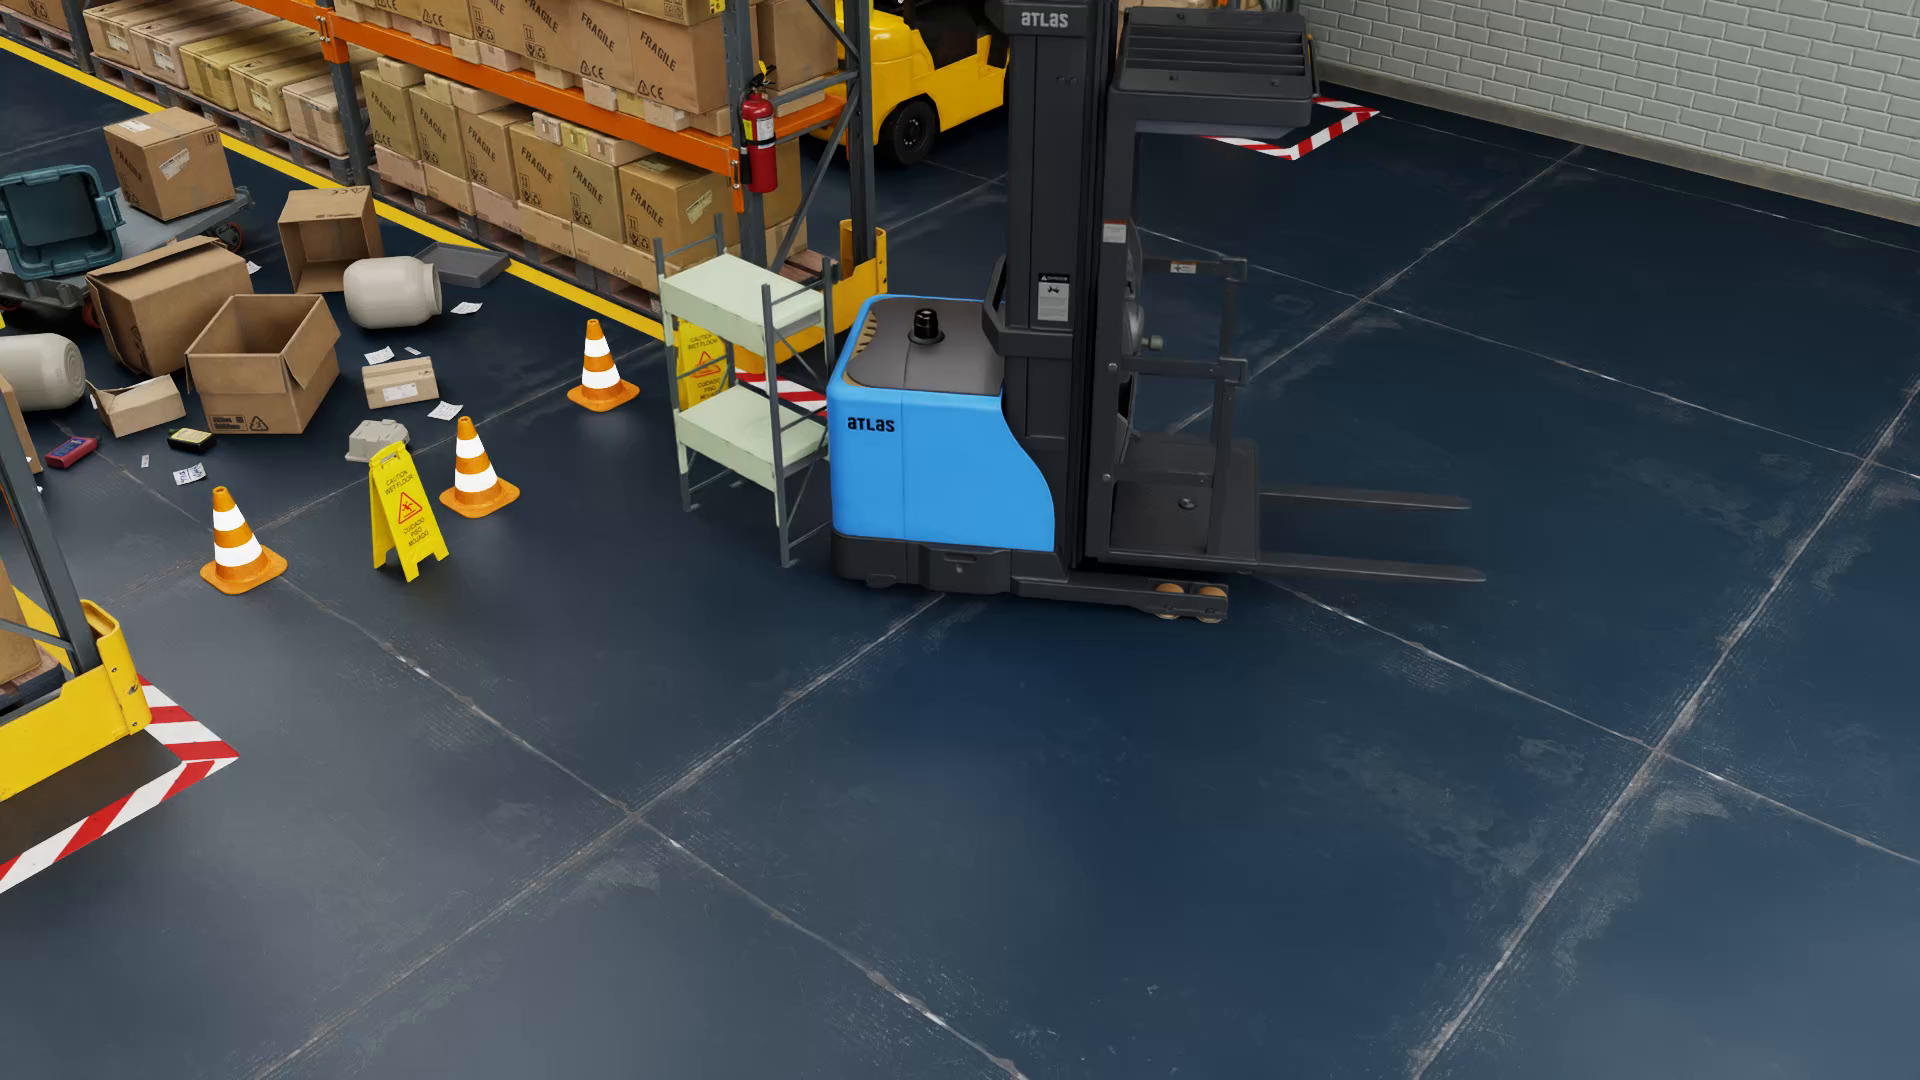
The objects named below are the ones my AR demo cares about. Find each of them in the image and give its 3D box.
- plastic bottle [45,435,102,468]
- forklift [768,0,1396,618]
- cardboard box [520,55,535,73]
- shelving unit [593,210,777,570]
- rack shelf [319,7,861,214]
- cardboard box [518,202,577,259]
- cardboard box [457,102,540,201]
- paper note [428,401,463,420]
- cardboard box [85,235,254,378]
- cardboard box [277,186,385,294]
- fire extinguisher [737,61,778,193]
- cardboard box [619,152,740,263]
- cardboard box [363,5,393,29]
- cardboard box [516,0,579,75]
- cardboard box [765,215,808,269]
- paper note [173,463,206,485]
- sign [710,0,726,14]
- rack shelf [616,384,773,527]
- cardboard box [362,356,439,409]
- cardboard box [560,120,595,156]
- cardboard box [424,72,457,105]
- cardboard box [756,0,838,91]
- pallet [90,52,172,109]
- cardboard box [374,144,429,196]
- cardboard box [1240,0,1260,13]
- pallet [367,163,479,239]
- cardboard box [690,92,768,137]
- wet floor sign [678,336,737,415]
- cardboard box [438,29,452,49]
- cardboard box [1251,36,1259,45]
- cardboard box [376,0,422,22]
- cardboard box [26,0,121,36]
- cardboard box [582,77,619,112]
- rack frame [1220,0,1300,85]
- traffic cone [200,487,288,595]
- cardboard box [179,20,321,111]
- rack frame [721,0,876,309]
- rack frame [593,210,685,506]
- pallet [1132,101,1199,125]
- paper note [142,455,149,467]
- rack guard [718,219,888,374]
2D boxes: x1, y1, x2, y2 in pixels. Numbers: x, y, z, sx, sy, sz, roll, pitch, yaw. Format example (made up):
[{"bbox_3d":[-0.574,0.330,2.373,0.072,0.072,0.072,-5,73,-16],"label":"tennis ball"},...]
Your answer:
[{"bbox_3d":[-4.739,-0.485,8.903,0.133,0.061,0.283,12,36,16],"label":"plastic bottle"},{"bbox_3d":[0.658,-1.323,7.588,3.031,2.935,1.130,-10,36,-14],"label":"forklift"},{"bbox_3d":[-2.457,-2.972,10.150,0.250,0.149,0.380,25,42,32],"label":"cardboard box"},{"bbox_3d":[-1.301,-0.711,7.961,0.431,1.500,0.755,-25,42,-32],"label":"shelving unit"},{"bbox_3d":[-2.407,-2.899,10.457,4.000,0.370,1.077,25,42,32],"label":"rack shelf"},{"bbox_3d":[-2.462,-2.065,10.664,0.500,0.250,0.500,24,41,30],"label":"cardboard box"},{"bbox_3d":[-2.847,-2.560,10.724,0.500,0.500,0.500,28,43,34],"label":"cardboard box"},{"bbox_3d":[-2.870,-0.723,9.276,0.142,0.019,0.148,12,36,16],"label":"paper note"},{"bbox_3d":[-4.564,-1.368,9.677,0.503,0.637,0.797,25,42,32],"label":"cardboard box"},{"bbox_3d":[-3.991,-1.910,10.588,0.500,0.500,0.500,-6,35,-8],"label":"cardboard box"},{"bbox_3d":[-1.077,-2.197,8.868,0.183,0.674,0.296,25,42,32],"label":"fire extinguisher"},{"bbox_3d":[-1.653,-1.996,9.903,0.500,0.500,0.500,26,42,32],"label":"cardboard box"},{"bbox_3d":[-3.680,-3.494,10.909,0.250,0.149,0.380,27,43,33],"label":"cardboard box"},{"bbox_3d":[-2.228,-3.078,9.731,0.500,0.500,0.500,25,42,32],"label":"cardboard box"},{"bbox_3d":[-1.313,-1.923,10.459,0.500,0.250,0.500,25,42,31],"label":"cardboard box"},{"bbox_3d":[-4.046,-0.348,8.731,0.144,0.017,0.142,-18,38,-25],"label":"paper note"},{"bbox_3d":[-1.241,-2.844,8.440,0.005,0.325,0.100,25,42,32],"label":"sign"},{"bbox_3d":[-1.301,-0.442,8.145,0.431,0.370,0.720,-25,42,-32],"label":"rack shelf"},{"bbox_3d":[-3.169,-0.891,9.417,0.380,0.149,0.250,-12,36,-17],"label":"cardboard box"},{"bbox_3d":[-2.169,-2.460,10.005,0.250,0.149,0.380,26,42,33],"label":"cardboard box"},{"bbox_3d":[-3.210,-2.948,10.716,0.250,0.149,0.380,27,43,33],"label":"cardboard box"},{"bbox_3d":[-1.057,-2.927,9.511,0.500,0.500,0.500,25,41,31],"label":"cardboard box"},{"bbox_3d":[-6.419,-3.935,13.794,1.213,0.211,1.003,25,42,32],"label":"pallet"},{"bbox_3d":[-3.664,-2.628,11.485,0.500,0.250,0.500,23,41,30],"label":"cardboard box"},{"bbox_3d":[2.055,-4.340,13.095,0.500,0.250,0.500,25,41,31],"label":"cardboard box"},{"bbox_3d":[-3.405,-2.542,11.766,1.213,0.211,1.003,25,42,32],"label":"pallet"},{"bbox_3d":[-1.294,-2.410,9.331,0.250,0.149,0.380,27,43,33],"label":"cardboard box"},{"bbox_3d":[-1.409,-0.966,9.087,0.267,0.644,0.232,-18,38,-25],"label":"wet floor sign"},{"bbox_3d":[-3.064,-3.223,10.515,0.250,0.149,0.380,25,42,32],"label":"cardboard box"},{"bbox_3d":[2.051,-3.934,13.387,0.500,0.250,0.500,25,42,32],"label":"cardboard box"},{"bbox_3d":[-3.384,-3.631,10.537,0.500,0.500,0.500,25,42,32],"label":"cardboard box"},{"bbox_3d":[-7.496,-4.952,14.317,0.875,0.875,0.875,25,42,31],"label":"cardboard box"},{"bbox_3d":[-1.961,-2.636,9.660,0.250,0.149,0.380,26,42,33],"label":"cardboard box"},{"bbox_3d":[2.303,-4.632,12.345,0.127,3.000,1.000,25,42,32],"label":"rack frame"},{"bbox_3d":[-3.459,-0.045,7.907,0.334,0.463,0.336,25,42,32],"label":"traffic cone"},{"bbox_3d":[-5.439,-3.709,12.951,0.625,0.372,0.950,27,43,33],"label":"cardboard box"},{"bbox_3d":[-0.870,-2.471,9.198,0.127,3.000,1.000,25,42,32],"label":"rack frame"},{"bbox_3d":[-1.534,-0.871,8.193,0.400,1.500,0.023,-25,42,-32],"label":"rack frame"},{"bbox_3d":[1.688,-3.741,13.511,1.213,0.211,1.003,25,42,32],"label":"pallet"},{"bbox_3d":[-4.338,-0.420,8.853,0.032,0.001,0.123,-12,36,-17],"label":"paper note"},{"bbox_3d":[-0.929,-1.468,9.946,0.348,0.500,1.175,25,42,32],"label":"rack guard"}]
